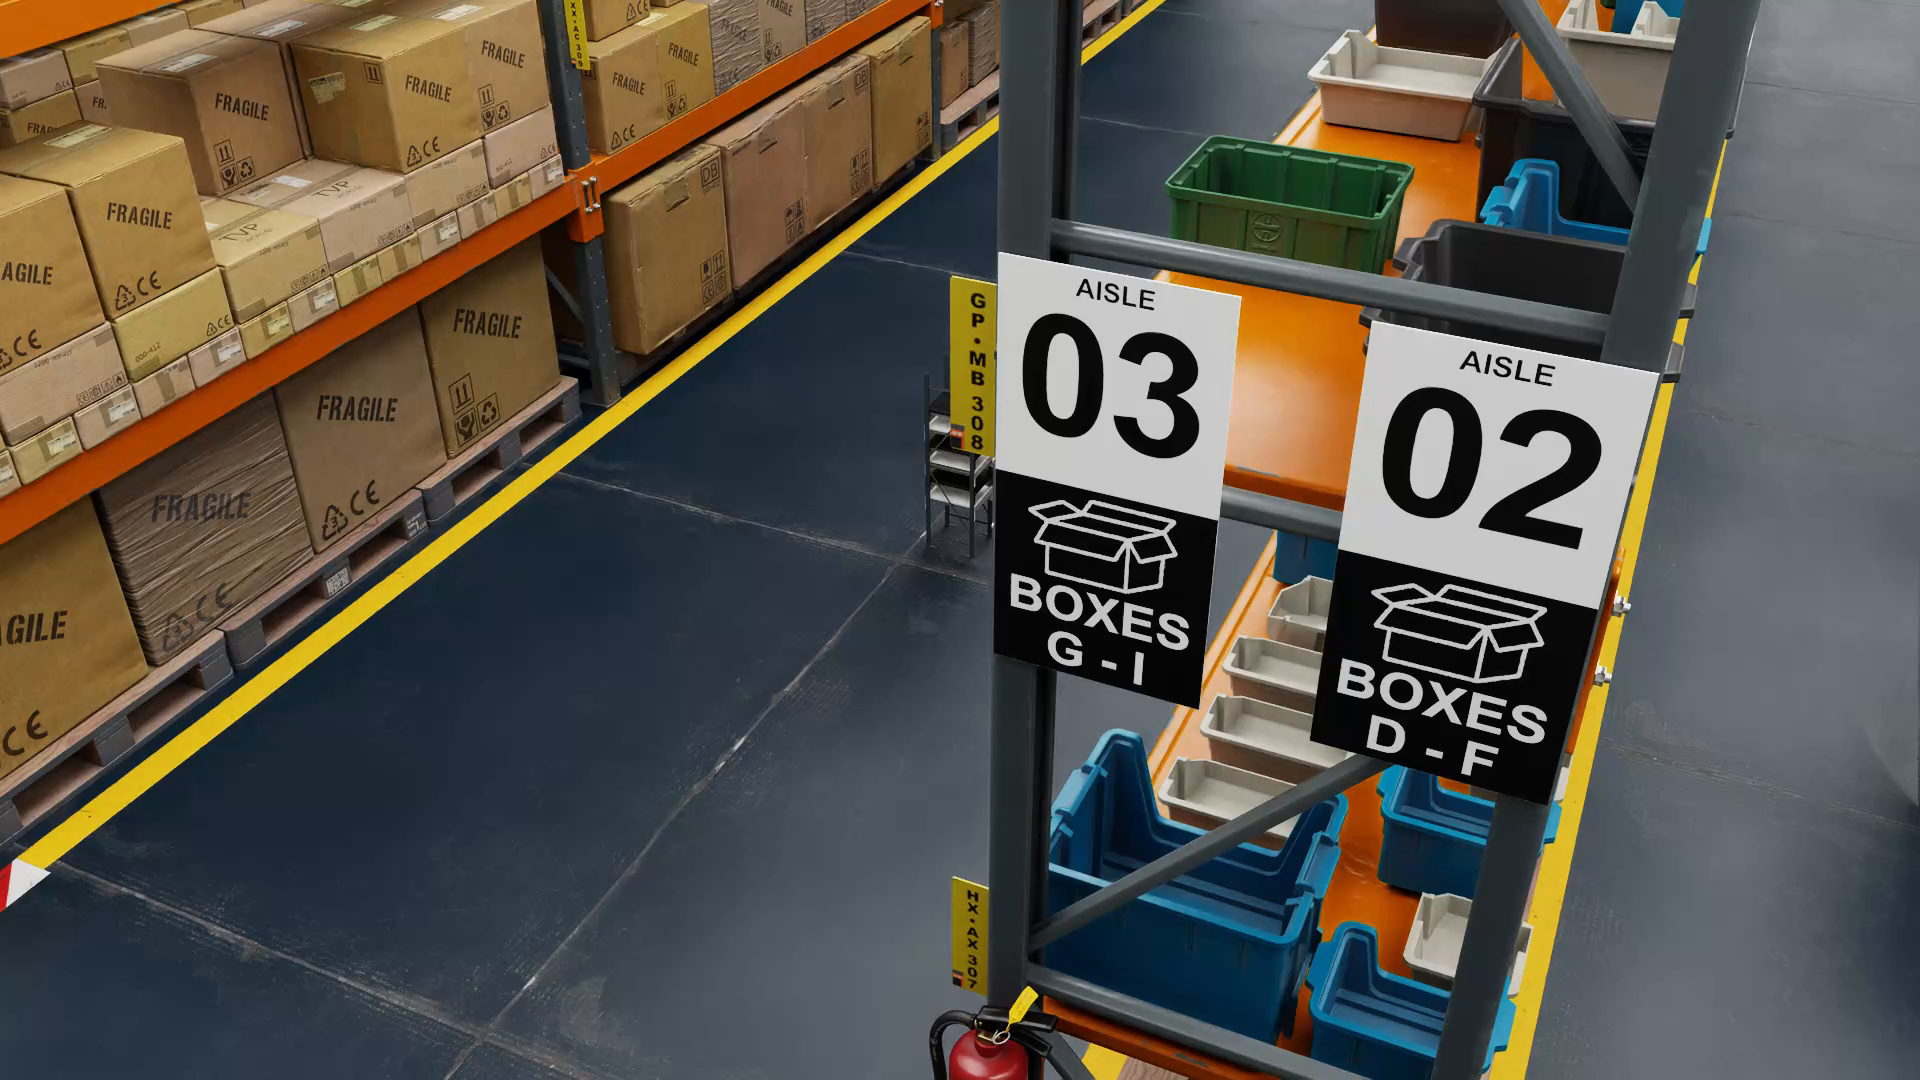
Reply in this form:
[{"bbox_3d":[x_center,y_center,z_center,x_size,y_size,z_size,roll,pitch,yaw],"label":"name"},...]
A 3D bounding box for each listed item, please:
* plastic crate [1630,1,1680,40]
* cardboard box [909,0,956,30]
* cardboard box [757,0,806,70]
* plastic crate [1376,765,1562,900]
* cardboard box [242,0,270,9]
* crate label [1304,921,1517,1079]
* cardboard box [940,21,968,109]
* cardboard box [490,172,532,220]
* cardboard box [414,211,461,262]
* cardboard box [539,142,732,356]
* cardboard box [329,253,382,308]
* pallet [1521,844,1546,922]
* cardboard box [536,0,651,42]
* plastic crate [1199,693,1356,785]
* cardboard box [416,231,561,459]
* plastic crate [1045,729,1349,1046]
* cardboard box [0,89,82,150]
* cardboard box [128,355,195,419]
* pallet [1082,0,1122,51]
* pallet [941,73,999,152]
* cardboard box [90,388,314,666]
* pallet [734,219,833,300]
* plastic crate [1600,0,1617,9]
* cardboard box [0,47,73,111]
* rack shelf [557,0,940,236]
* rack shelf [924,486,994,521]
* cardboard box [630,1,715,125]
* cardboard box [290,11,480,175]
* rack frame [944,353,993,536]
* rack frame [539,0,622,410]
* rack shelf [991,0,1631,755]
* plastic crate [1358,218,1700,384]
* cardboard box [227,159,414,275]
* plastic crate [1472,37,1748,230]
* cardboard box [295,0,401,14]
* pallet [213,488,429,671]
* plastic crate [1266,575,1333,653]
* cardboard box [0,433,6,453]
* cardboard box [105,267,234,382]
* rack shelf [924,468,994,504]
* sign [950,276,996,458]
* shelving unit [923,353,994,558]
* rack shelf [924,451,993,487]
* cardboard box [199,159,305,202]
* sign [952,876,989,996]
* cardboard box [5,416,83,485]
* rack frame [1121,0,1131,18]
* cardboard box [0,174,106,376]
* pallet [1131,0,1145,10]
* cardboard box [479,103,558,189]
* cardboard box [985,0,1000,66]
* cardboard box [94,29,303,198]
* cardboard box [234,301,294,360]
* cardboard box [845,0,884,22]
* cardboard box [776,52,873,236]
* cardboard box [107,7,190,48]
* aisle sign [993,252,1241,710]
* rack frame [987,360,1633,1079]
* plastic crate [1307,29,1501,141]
[{"bbox_3d":[2.023,-1.375,4.616,0.293,0.136,0.466,14,36,20],"label":"plastic crate"},{"bbox_3d":[-0.362,-3.873,12.115,0.500,0.250,0.500,16,36,22],"label":"cardboard box"},{"bbox_3d":[-1.239,-3.060,9.589,0.500,0.500,0.500,15,36,21],"label":"cardboard box"},{"bbox_3d":[1.214,0.710,4.029,0.416,0.233,0.300,14,36,20],"label":"plastic crate"},{"bbox_3d":[-5.327,-4.057,12.415,0.500,0.250,0.500,15,36,21],"label":"cardboard box"},{"bbox_3d":[0.939,1.038,3.529,0.416,0.233,0.303,14,36,20],"label":"crate label"},{"bbox_3d":[-0.353,-3.557,12.317,0.700,0.500,0.500,12,35,18],"label":"cardboard box"},{"bbox_3d":[-2.226,-1.627,7.725,0.380,0.149,0.250,15,36,21],"label":"cardboard box"},{"bbox_3d":[-2.441,-1.372,7.335,0.380,0.149,0.250,15,36,21],"label":"cardboard box"},{"bbox_3d":[-2.039,-1.698,9.159,1.225,0.875,0.875,14,36,21],"label":"cardboard box"},{"bbox_3d":[-2.656,-1.116,6.945,0.380,0.149,0.250,14,36,20],"label":"cardboard box"},{"bbox_3d":[1.428,1.200,5.728,1.003,0.211,1.213,14,36,20],"label":"pallet"},{"bbox_3d":[-2.029,-2.869,8.384,0.797,0.503,0.637,13,36,19],"label":"cardboard box"},{"bbox_3d":[0.847,0.537,4.381,0.396,0.136,0.243,14,36,20],"label":"plastic crate"},{"bbox_3d":[-2.638,-1.064,8.193,0.875,0.875,0.875,14,36,20],"label":"cardboard box"},{"bbox_3d":[0.507,0.791,3.721,0.616,0.435,0.499,14,36,20],"label":"plastic crate"},{"bbox_3d":[-6.201,-2.713,11.049,0.500,0.500,0.500,16,36,22],"label":"cardboard box"},{"bbox_3d":[-3.086,-0.604,6.164,0.380,0.149,0.250,13,36,20],"label":"cardboard box"},{"bbox_3d":[0.734,-4.518,14.448,1.003,0.211,1.213,14,36,20],"label":"pallet"},{"bbox_3d":[-0.287,-3.303,12.594,1.003,0.211,1.213,14,36,20],"label":"pallet"},{"bbox_3d":[-3.386,-0.173,6.833,0.875,0.875,0.875,14,36,20],"label":"cardboard box"},{"bbox_3d":[-1.525,-1.933,10.505,1.003,0.211,1.213,14,36,20],"label":"pallet"},{"bbox_3d":[2.307,-1.837,5.274,0.450,0.188,0.662,14,36,20],"label":"plastic crate"},{"bbox_3d":[-6.202,-3.027,10.844,0.500,0.250,0.500,13,35,18],"label":"cardboard box"},{"bbox_3d":[-1.452,-2.783,9.915,1.077,0.370,4.000,14,36,20],"label":"rack shelf"},{"bbox_3d":[-0.003,-0.194,7.614,0.258,0.077,0.200,14,36,20],"label":"rack shelf"},{"bbox_3d":[-1.660,-2.552,8.815,0.500,0.500,0.500,14,36,21],"label":"cardboard box"},{"bbox_3d":[-2.452,-1.924,7.130,0.500,0.500,0.500,15,36,21],"label":"cardboard box"},{"bbox_3d":[0.039,-0.423,7.574,0.240,0.900,0.006,14,36,20],"label":"rack frame"},{"bbox_3d":[-2.289,-2.088,8.198,1.000,3.000,0.127,14,36,20],"label":"rack frame"},{"bbox_3d":[1.373,-0.909,4.321,1.077,0.370,4.000,14,36,20],"label":"rack shelf"},{"bbox_3d":[0.951,-0.287,2.836,0.497,0.269,0.590,14,36,20],"label":"plastic crate"},{"bbox_3d":[-2.663,-1.357,6.949,0.500,0.250,0.500,15,36,21],"label":"cardboard box"},{"bbox_3d":[1.425,-0.886,3.686,0.504,0.338,0.767,14,36,20],"label":"plastic crate"},{"bbox_3d":[-2.721,-2.283,7.678,0.500,0.500,0.500,14,36,20],"label":"cardboard box"},{"bbox_3d":[-3.187,0.049,7.483,1.003,0.211,1.213,14,36,20],"label":"pallet"},{"bbox_3d":[1.049,0.241,4.832,0.298,0.136,0.250,14,36,20],"label":"plastic crate"},{"bbox_3d":[-3.516,-0.334,5.390,0.500,0.250,0.500,13,36,19],"label":"cardboard box"},{"bbox_3d":[-3.091,-0.844,6.167,0.500,0.250,0.500,13,35,19],"label":"cardboard box"},{"bbox_3d":[-0.003,-0.269,7.565,0.258,0.077,0.200,14,36,20],"label":"rack shelf"},{"bbox_3d":[0.030,-0.288,2.814,0.100,0.325,0.005,14,36,20],"label":"sign"},{"bbox_3d":[-0.003,-0.372,7.497,0.258,0.900,0.210,14,36,20],"label":"shelving unit"},{"bbox_3d":[-0.003,-0.344,7.515,0.258,0.077,0.200,14,36,20],"label":"rack shelf"},{"bbox_3d":[-3.147,-1.470,7.121,0.500,0.250,0.500,15,36,22],"label":"cardboard box"},{"bbox_3d":[0.030,0.854,3.563,0.100,0.325,0.005,14,36,20],"label":"sign"},{"bbox_3d":[-3.301,-0.347,5.773,0.380,0.149,0.250,13,36,19],"label":"cardboard box"},{"bbox_3d":[1.058,-6.072,14.275,1.000,3.000,0.127,14,36,20],"label":"rack frame"},{"bbox_3d":[-3.307,-0.897,5.564,0.500,0.500,0.500,13,36,19],"label":"cardboard box"},{"bbox_3d":[1.307,-5.249,15.562,1.003,0.211,1.213,14,36,20],"label":"pallet"},{"bbox_3d":[-2.235,-1.869,7.731,0.500,0.250,0.500,14,36,20],"label":"cardboard box"},{"bbox_3d":[0.098,-4.120,13.176,0.700,0.500,0.500,17,37,24],"label":"cardboard box"},{"bbox_3d":[-3.148,-1.779,6.910,0.500,0.500,0.500,13,35,19],"label":"cardboard box"},{"bbox_3d":[-2.872,-0.858,6.552,0.380,0.149,0.250,13,36,19],"label":"cardboard box"},{"bbox_3d":[-0.811,-3.572,10.371,0.500,0.500,0.500,14,36,20],"label":"cardboard box"},{"bbox_3d":[-1.303,-2.586,10.513,1.225,0.875,0.875,14,36,21],"label":"cardboard box"},{"bbox_3d":[-5.764,-3.546,11.635,0.500,0.250,0.500,16,36,22],"label":"cardboard box"},{"bbox_3d":[0.240,-0.078,2.762,0.394,0.787,0.004,14,36,20],"label":"aisle sign"},{"bbox_3d":[0.536,1.041,3.427,1.000,3.000,0.127,14,36,20],"label":"rack frame"},{"bbox_3d":[1.175,-1.189,4.333,0.437,0.136,0.530,14,36,20],"label":"plastic crate"}]
